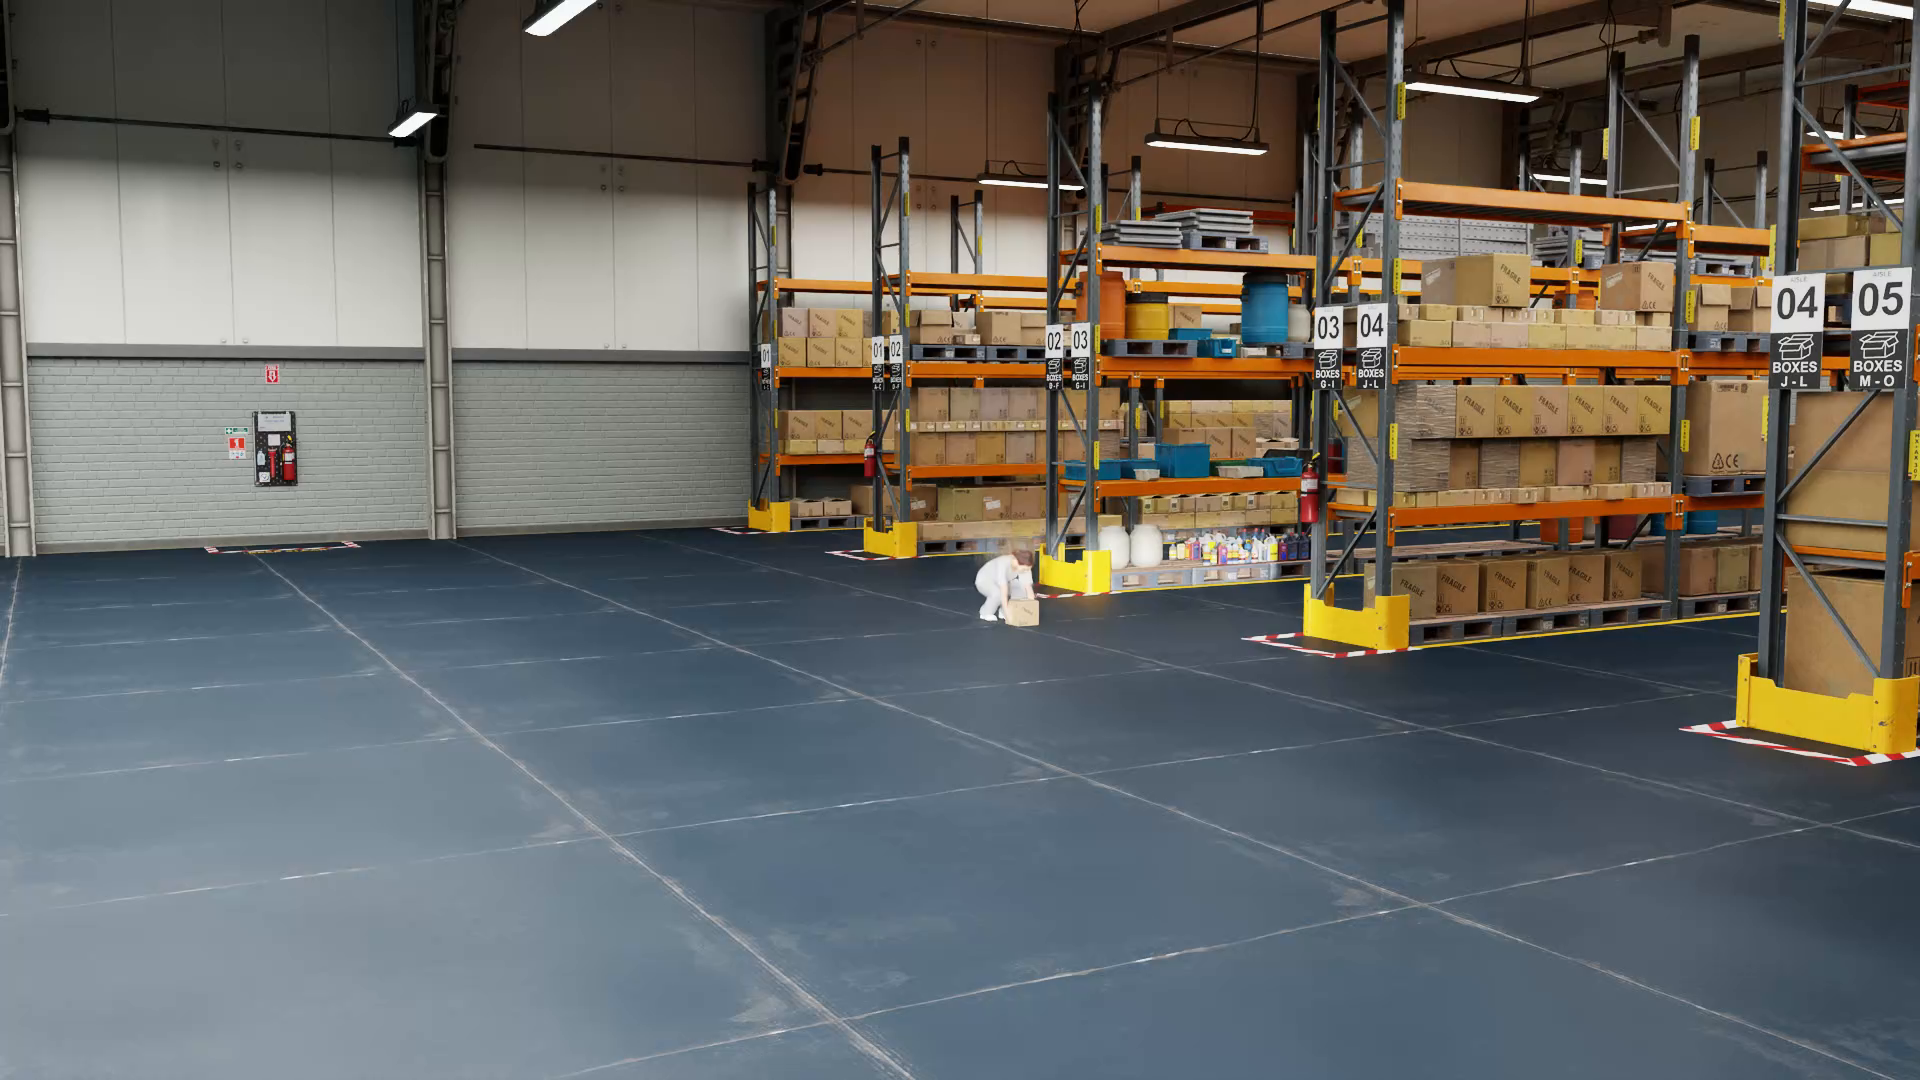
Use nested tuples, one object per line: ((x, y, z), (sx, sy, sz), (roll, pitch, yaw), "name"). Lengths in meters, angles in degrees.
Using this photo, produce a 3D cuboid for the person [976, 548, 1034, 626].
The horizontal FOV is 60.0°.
((0.484, 0.477, 17.369), (0.475, 0.811, 0.810), (-3, 6, -29), "person")
